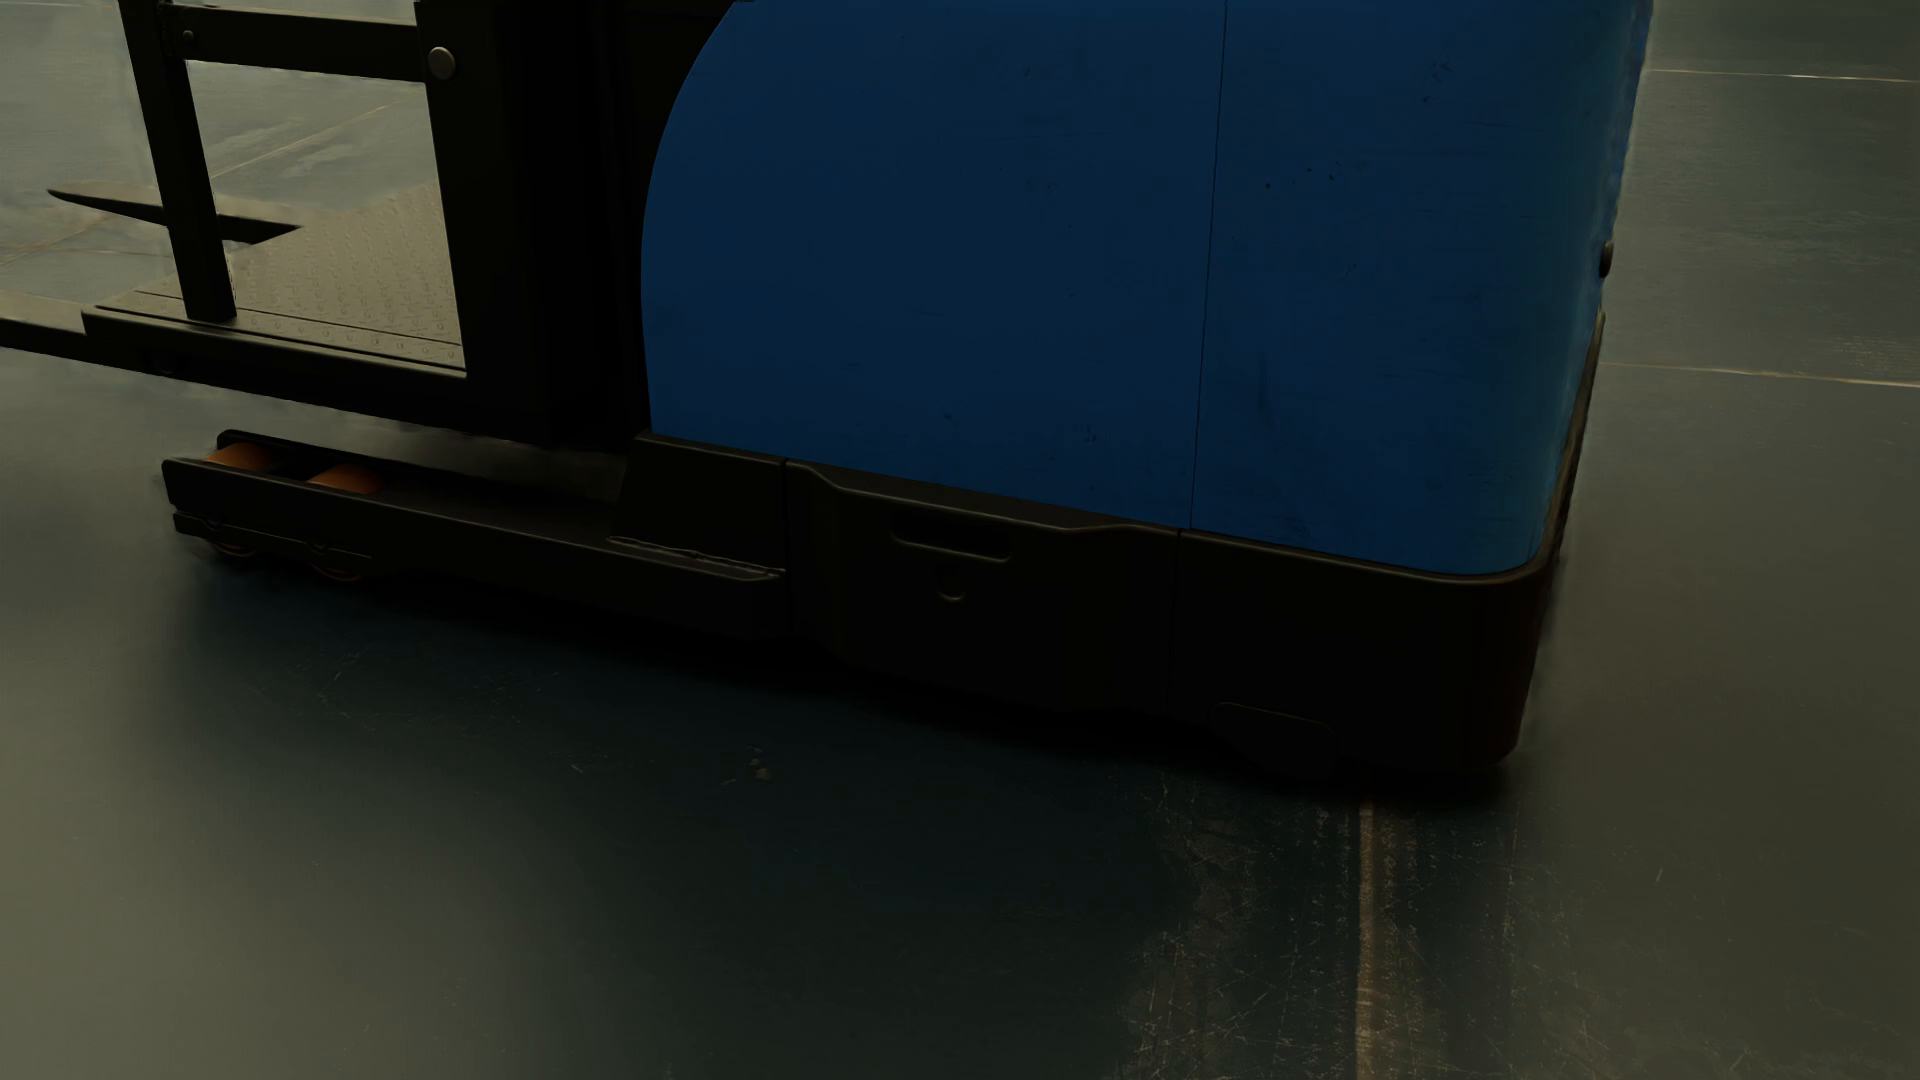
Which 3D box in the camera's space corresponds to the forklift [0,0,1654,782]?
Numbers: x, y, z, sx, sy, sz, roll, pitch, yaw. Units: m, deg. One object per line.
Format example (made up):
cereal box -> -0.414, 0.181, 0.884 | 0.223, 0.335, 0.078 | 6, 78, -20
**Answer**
forklift -> -0.602, -1.454, 2.128 | 3.031, 2.935, 1.130 | 11, 29, 20
